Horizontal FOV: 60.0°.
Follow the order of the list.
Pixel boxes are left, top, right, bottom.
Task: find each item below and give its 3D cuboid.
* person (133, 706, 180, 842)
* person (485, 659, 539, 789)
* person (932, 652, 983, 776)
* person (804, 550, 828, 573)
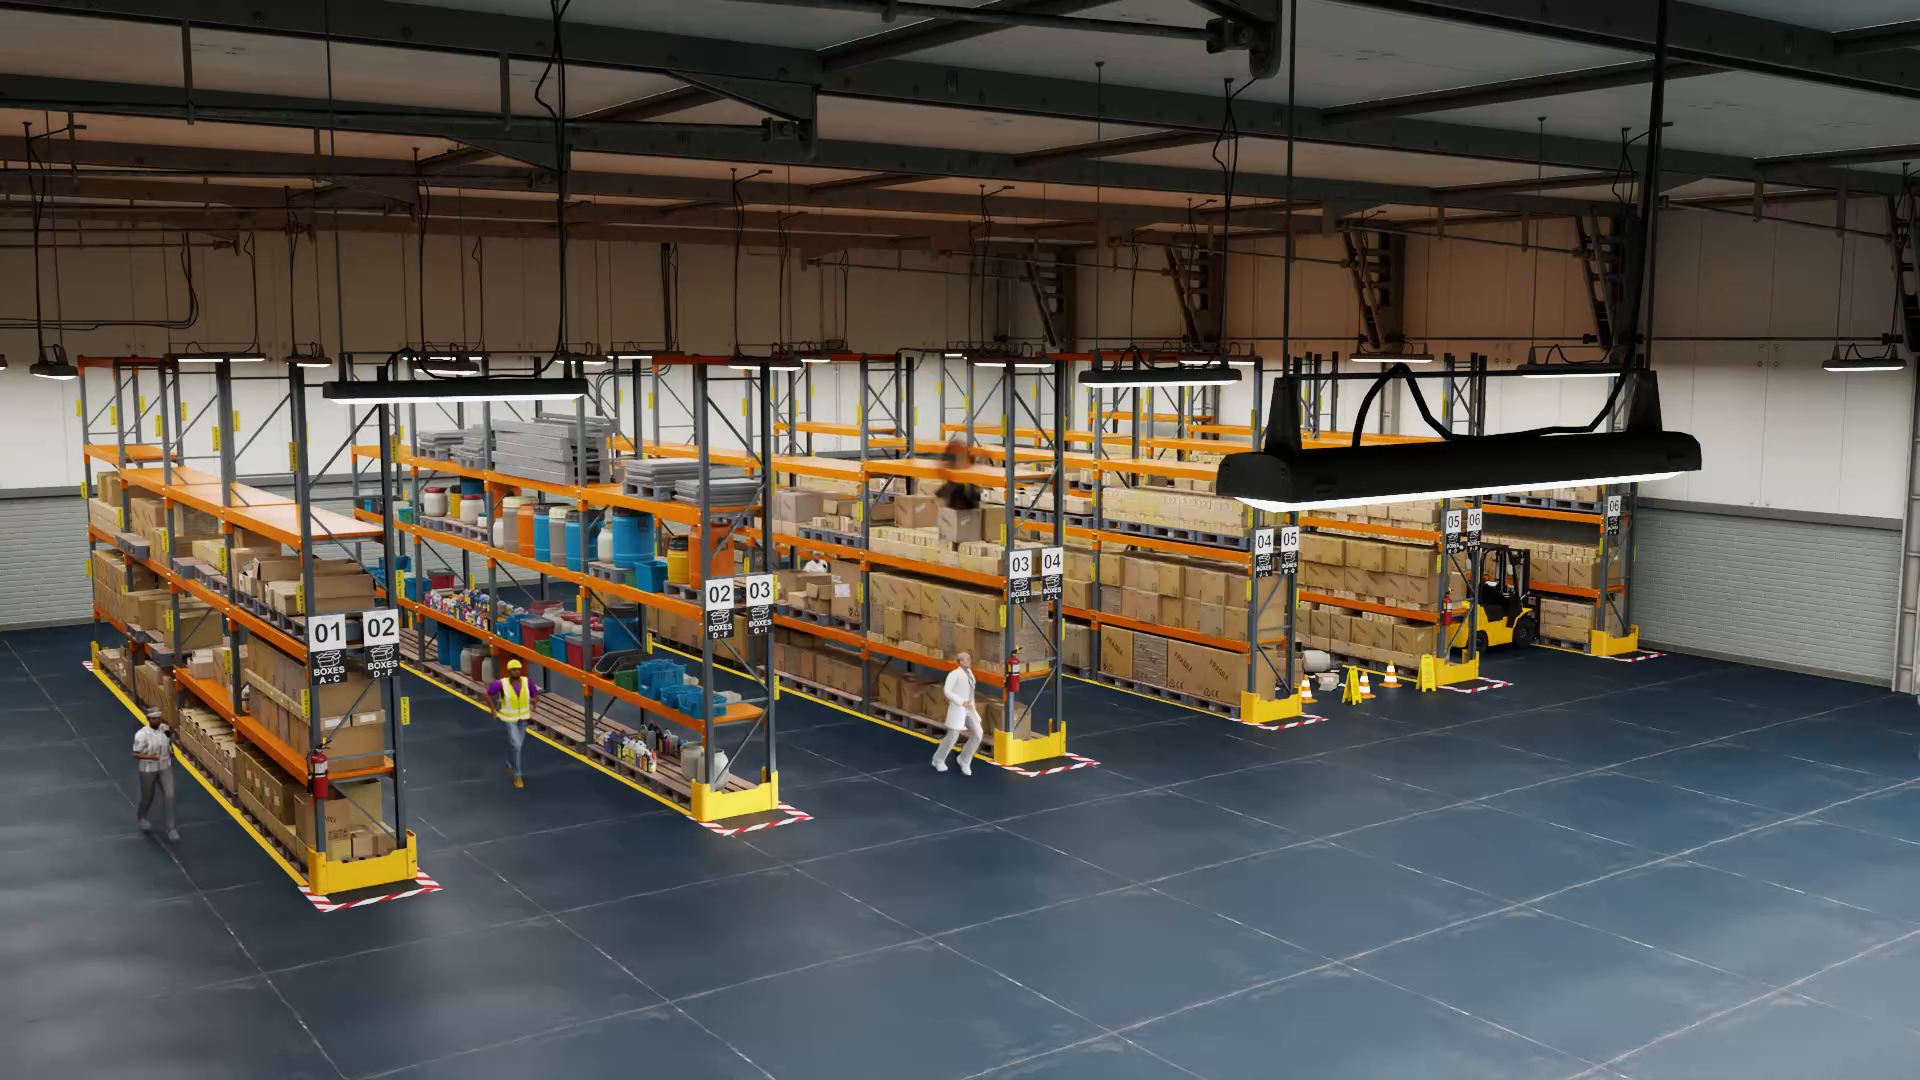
[{"bbox_3d":[-10.256,2.941,21.165,0.869,1.720,0.543,7,10,44],"label":"person"},{"bbox_3d":[-6.341,2.590,23.732,0.680,1.822,0.794,-6,9,-41],"label":"person"},{"bbox_3d":[0.017,2.531,24.366,0.730,1.789,0.771,6,9,39],"label":"person"},{"bbox_3d":[-3.102,1.045,36.472,0.665,1.759,0.629,-4,8,-30],"label":"person"}]
